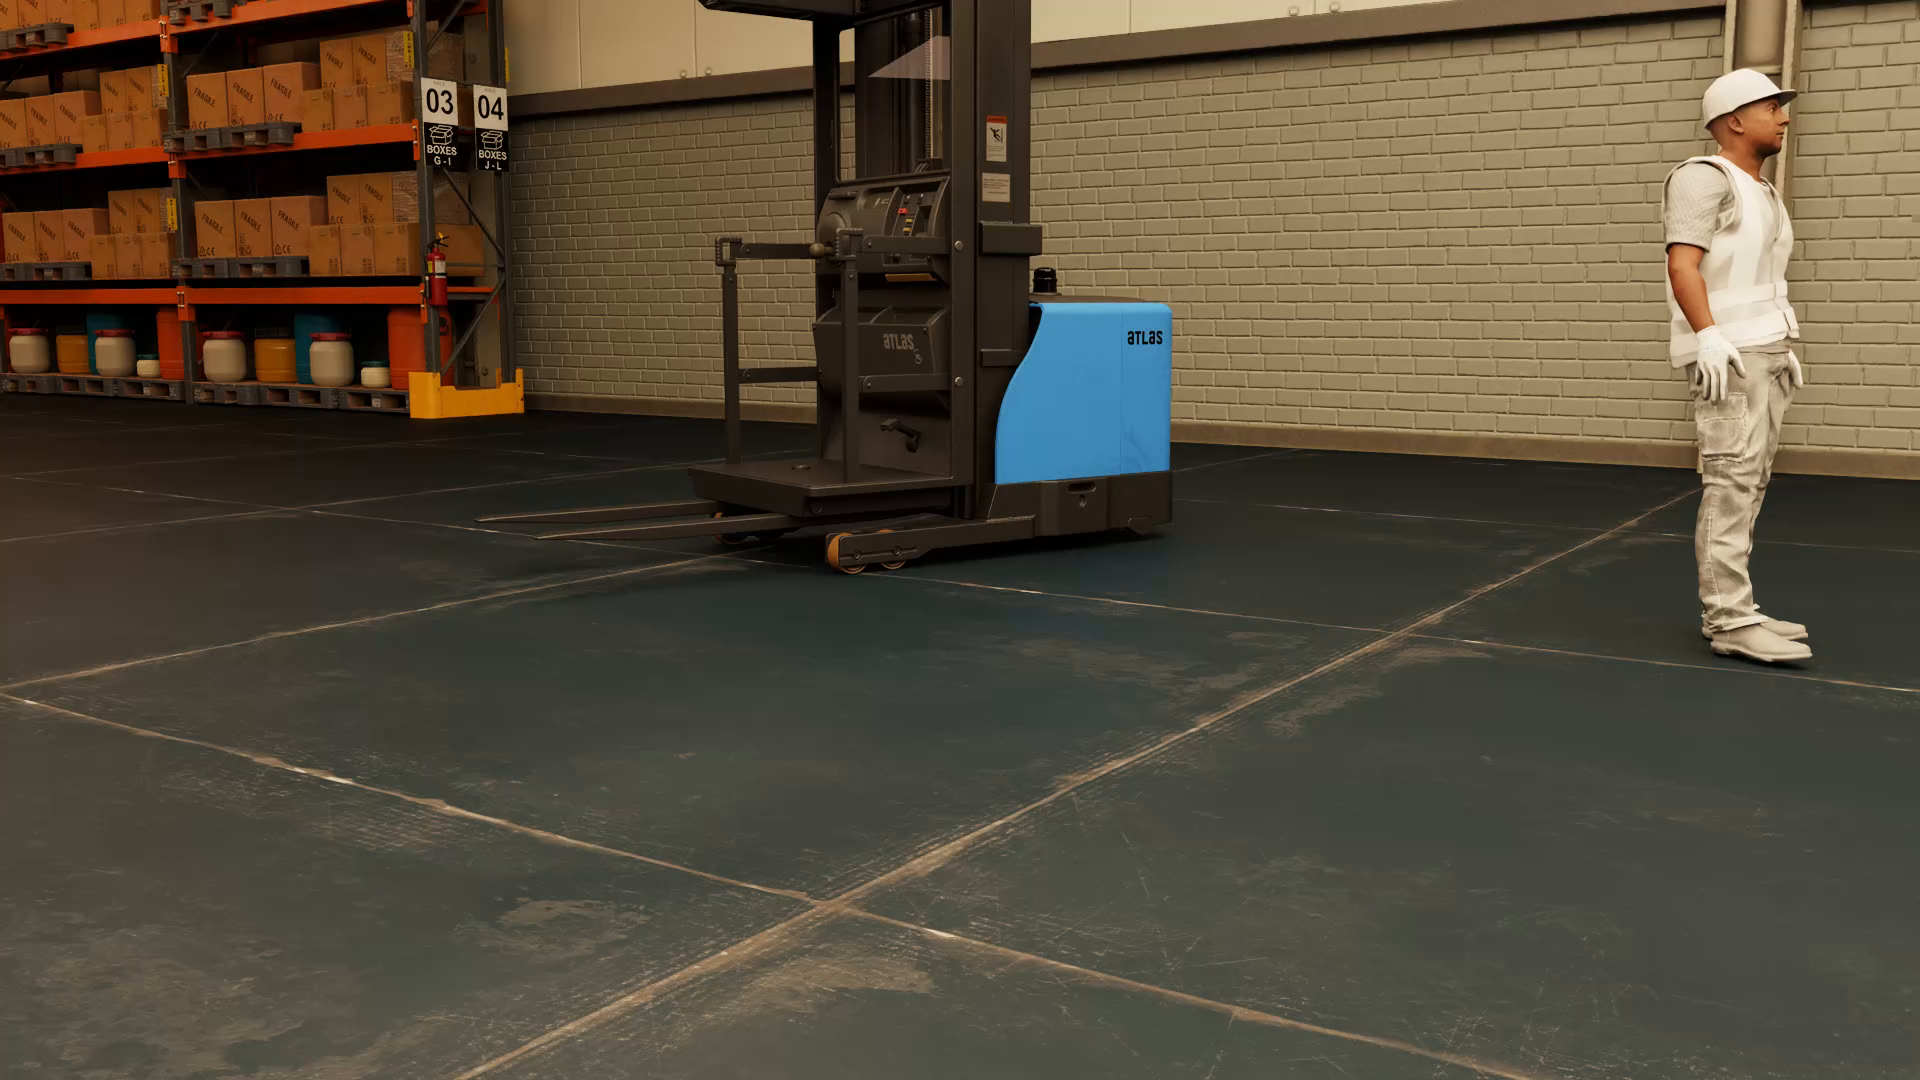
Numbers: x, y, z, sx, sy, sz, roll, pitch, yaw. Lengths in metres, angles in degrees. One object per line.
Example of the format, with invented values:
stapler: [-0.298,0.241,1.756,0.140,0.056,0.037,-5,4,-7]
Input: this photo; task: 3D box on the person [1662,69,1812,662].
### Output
person: [2.486,-0.561,5.161,0.576,1.783,0.657,8,11,44]

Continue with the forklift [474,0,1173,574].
forklift: [-0.510,-1.399,7.032,3.031,2.935,1.130,-6,10,-35]
